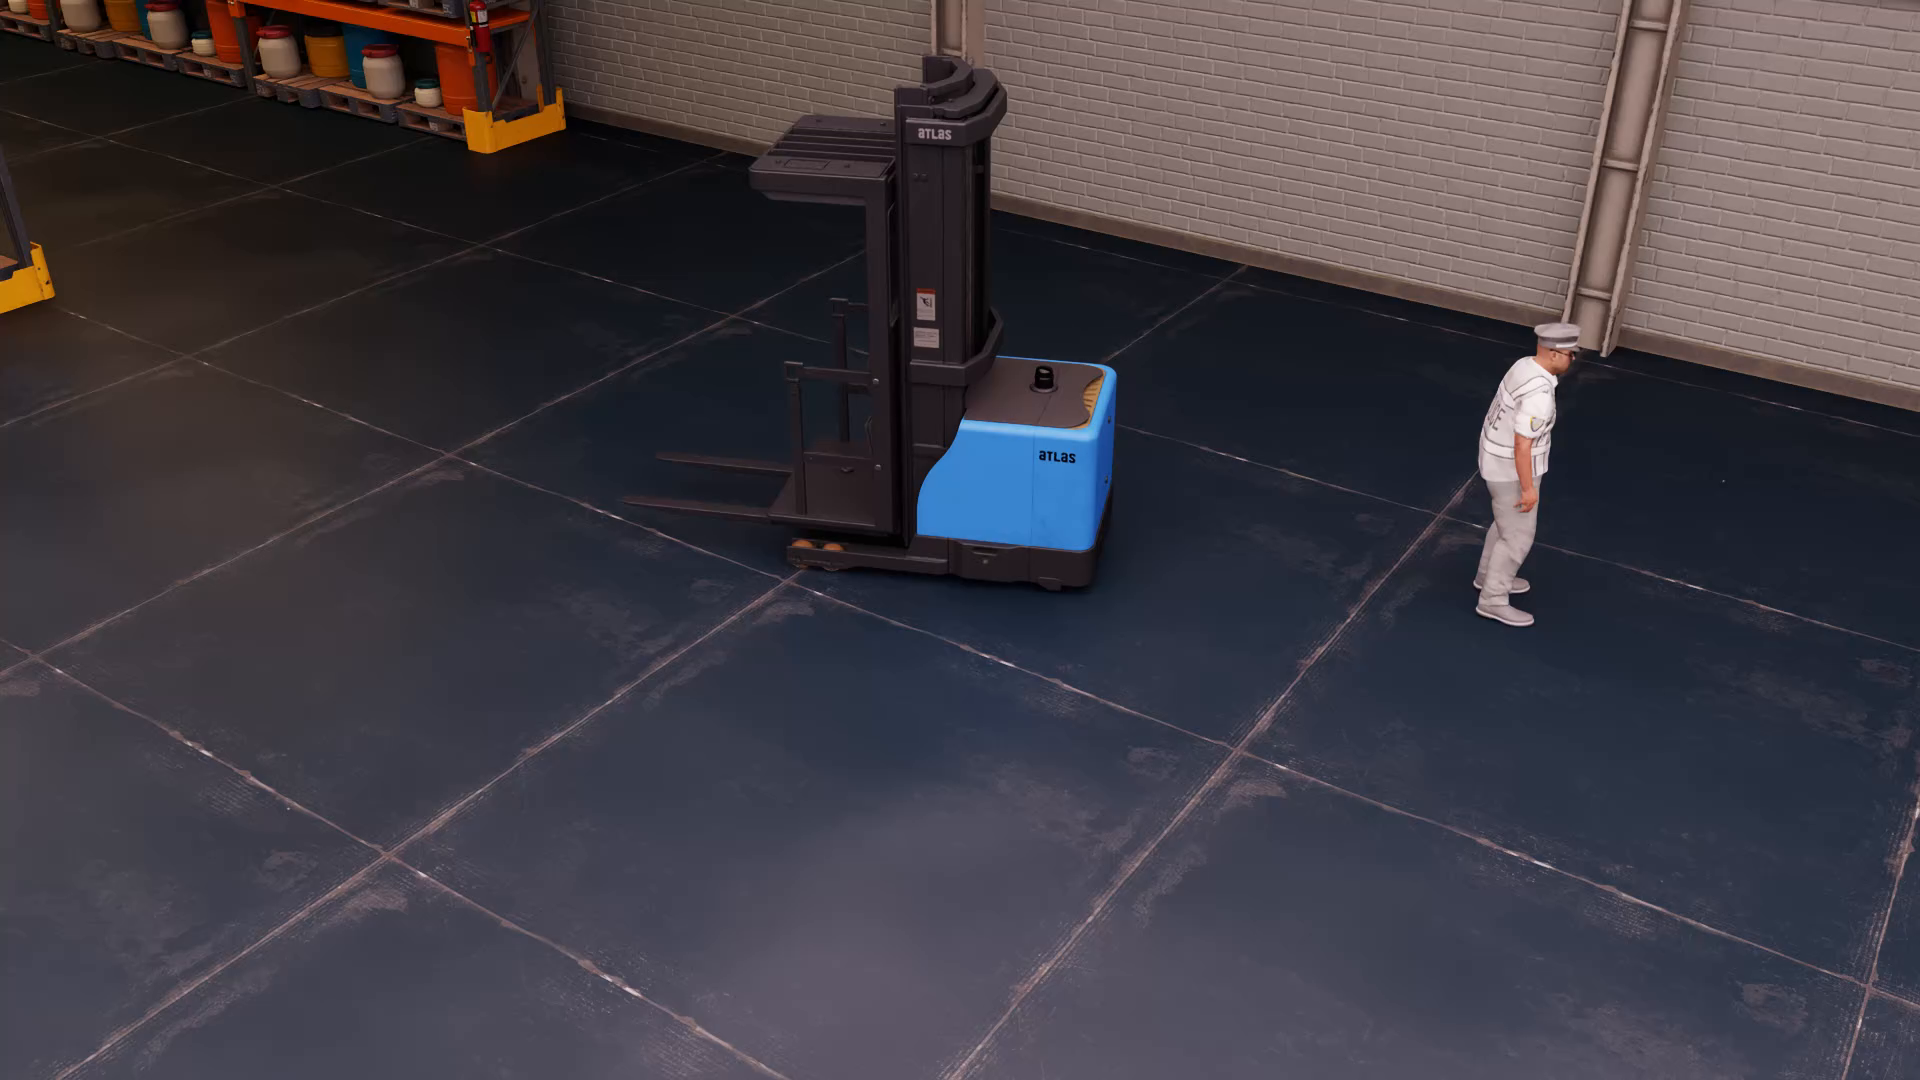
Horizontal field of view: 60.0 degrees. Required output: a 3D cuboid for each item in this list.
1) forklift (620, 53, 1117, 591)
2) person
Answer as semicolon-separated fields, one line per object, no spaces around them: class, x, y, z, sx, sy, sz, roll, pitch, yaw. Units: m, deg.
forklift;-0.596;-1.330;9.871;3.031;2.935;1.130;6;31;10
person;3.169;-0.404;9.454;0.442;1.746;0.594;6;31;10
